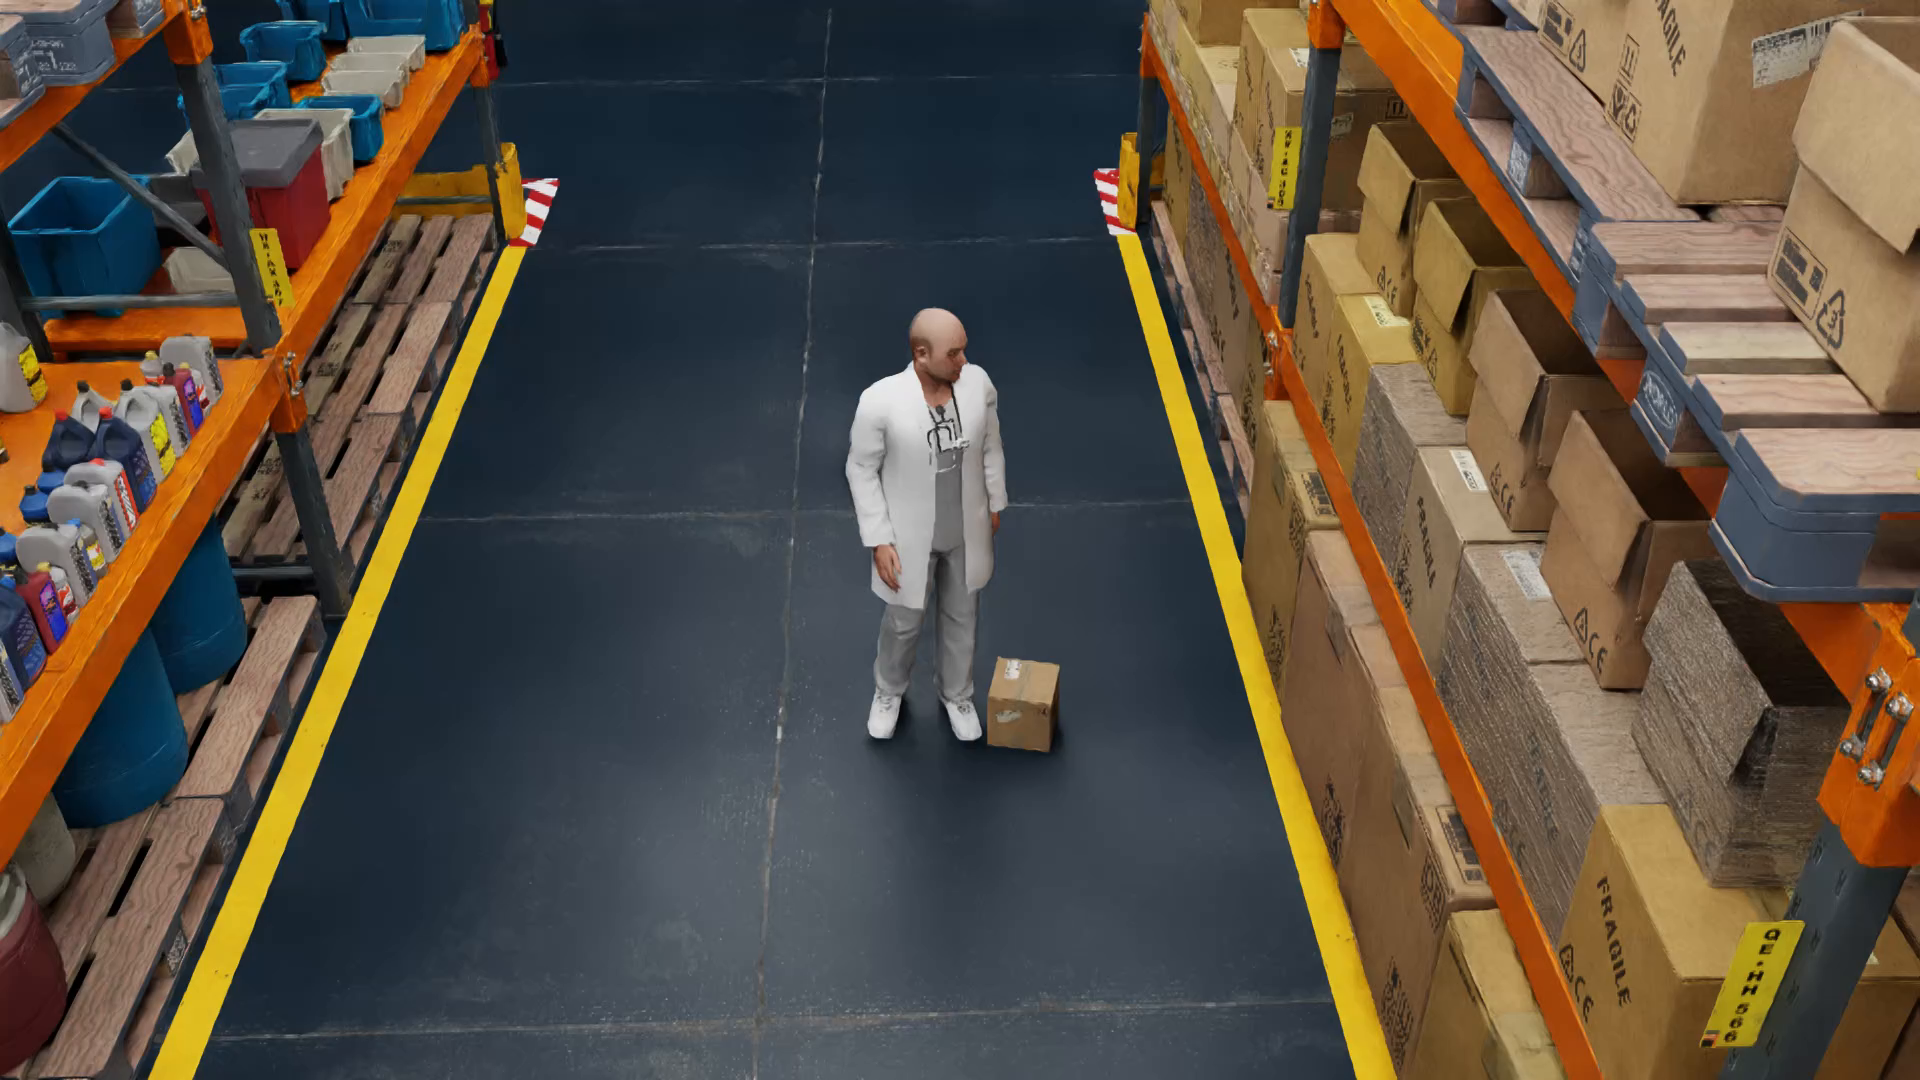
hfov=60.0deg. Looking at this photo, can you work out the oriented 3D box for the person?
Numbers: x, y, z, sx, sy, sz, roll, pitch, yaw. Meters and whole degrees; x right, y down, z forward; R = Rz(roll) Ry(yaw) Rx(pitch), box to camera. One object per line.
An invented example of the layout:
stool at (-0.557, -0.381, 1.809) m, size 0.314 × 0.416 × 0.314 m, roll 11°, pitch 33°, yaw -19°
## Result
person at (-0.096, -0.041, 6.179) m, size 0.633 × 1.794 × 0.510 m, roll -15°, pitch 37°, yaw -20°
